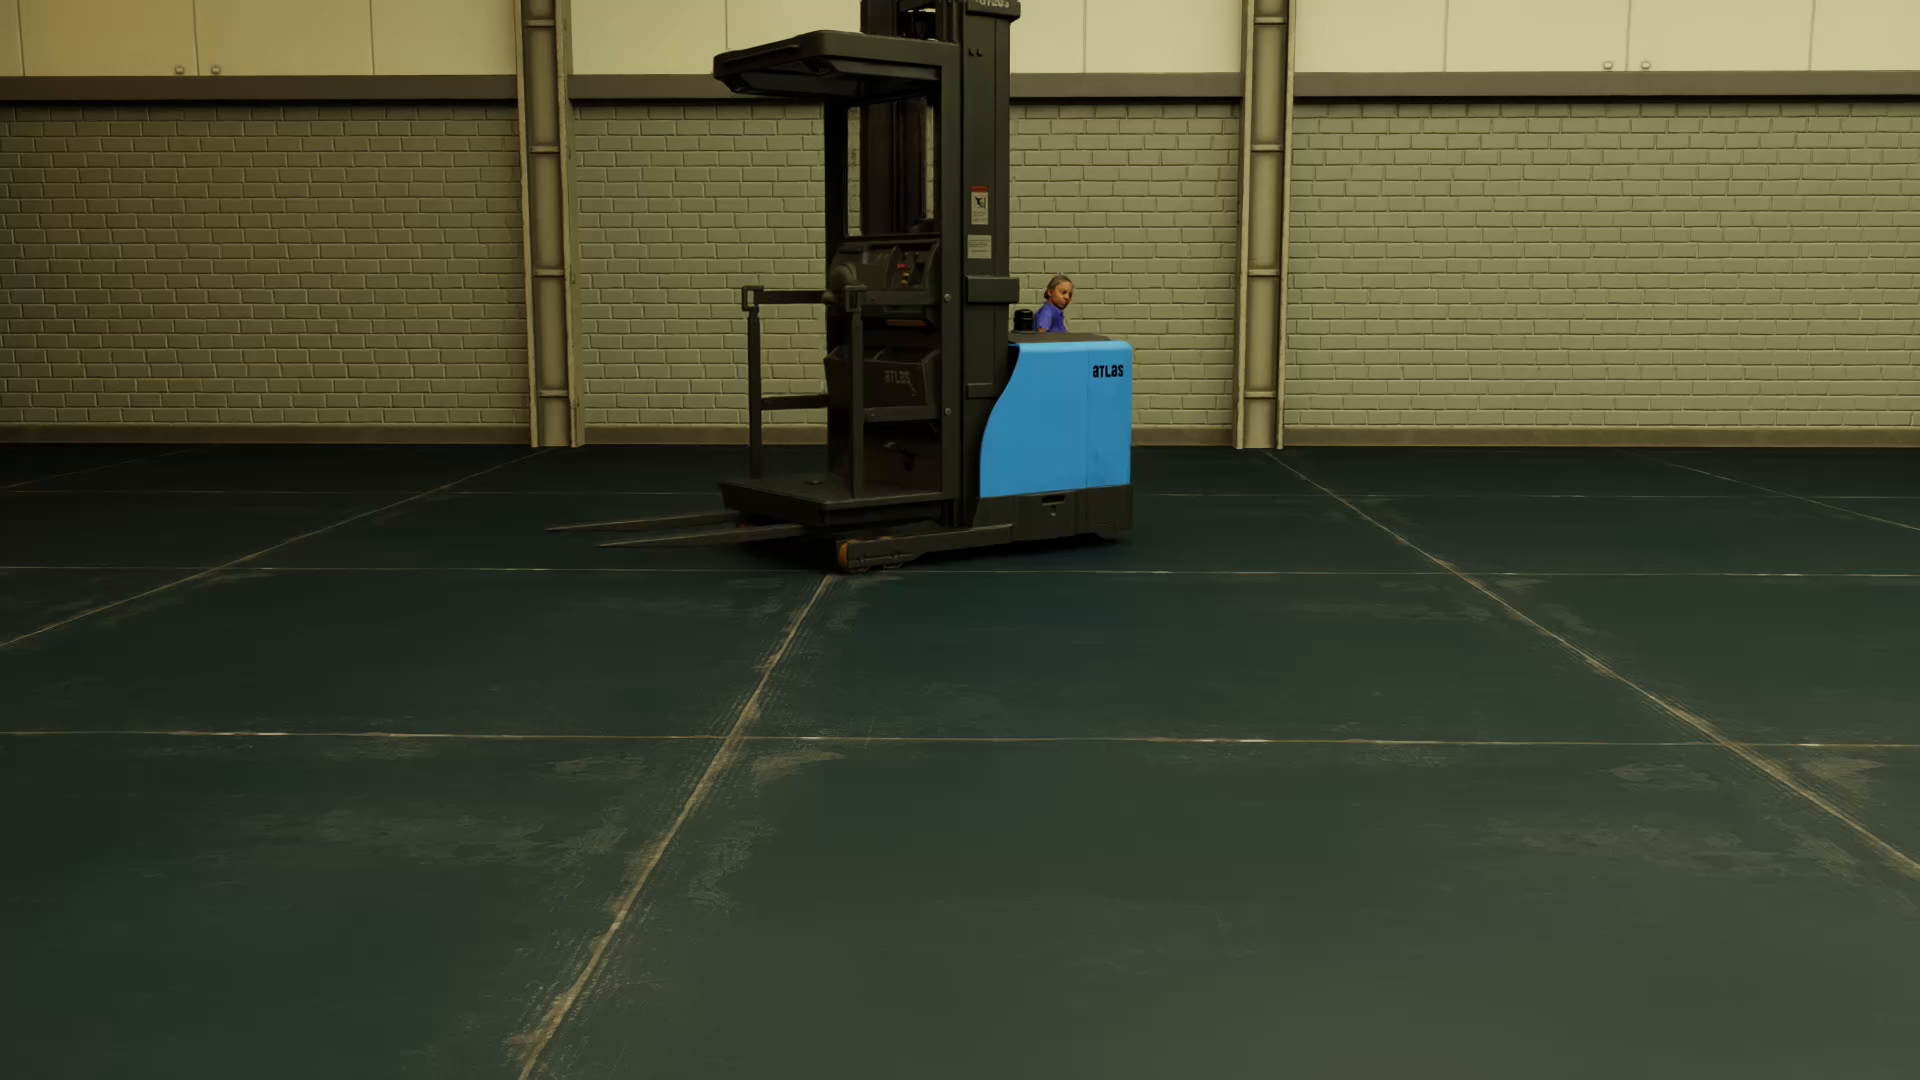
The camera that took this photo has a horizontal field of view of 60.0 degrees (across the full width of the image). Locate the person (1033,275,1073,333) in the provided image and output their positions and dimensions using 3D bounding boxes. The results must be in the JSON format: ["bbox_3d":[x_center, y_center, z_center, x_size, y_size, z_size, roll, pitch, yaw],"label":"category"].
[{"bbox_3d":[0.716,-1.070,11.327,0.699,1.453,0.687,-4,9,-23],"label":"person"}]

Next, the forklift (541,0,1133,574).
[{"bbox_3d":[-0.564,-1.375,8.300,3.031,2.935,1.130,-6,11,-35],"label":"forklift"}]
